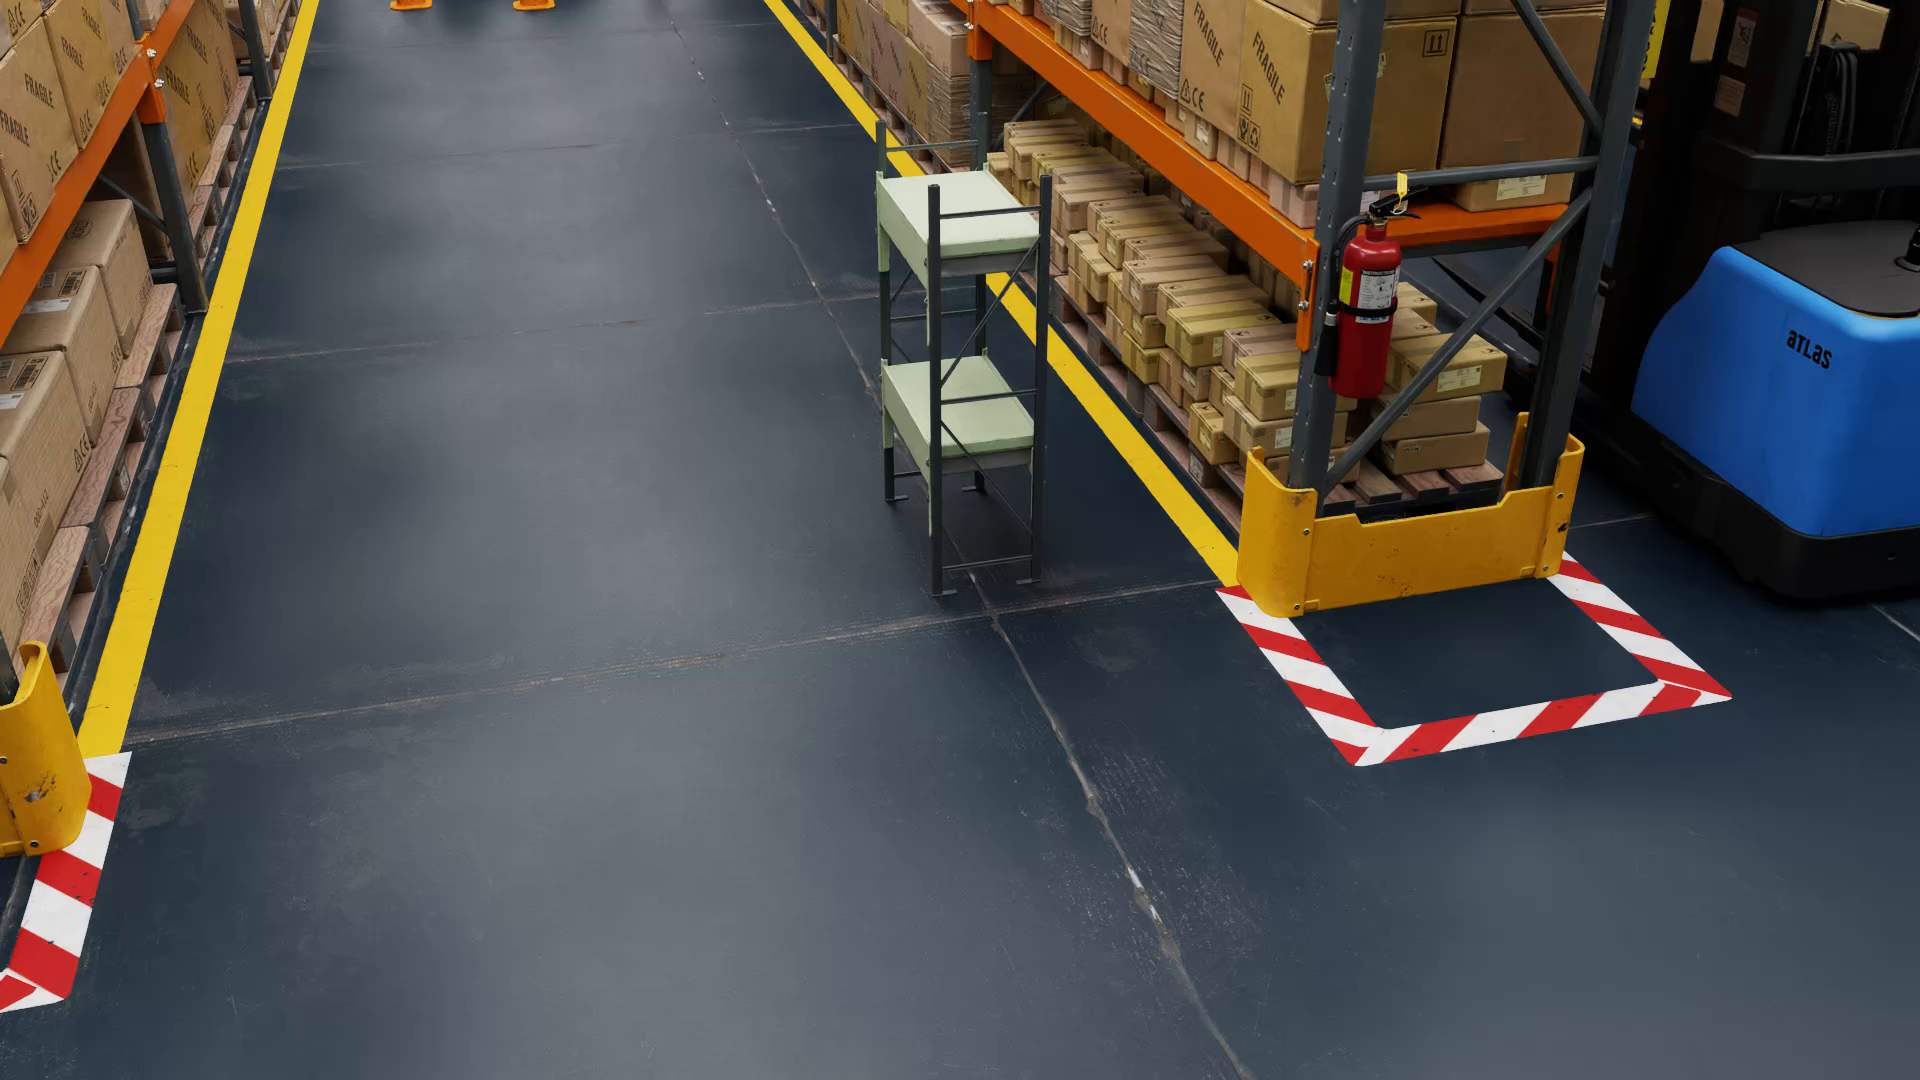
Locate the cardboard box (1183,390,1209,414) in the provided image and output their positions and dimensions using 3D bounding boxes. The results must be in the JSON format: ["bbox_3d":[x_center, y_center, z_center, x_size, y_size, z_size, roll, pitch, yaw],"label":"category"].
[{"bbox_3d":[1.119,-0.567,6.662,0.380,0.149,0.250,-8,31,-14],"label":"cardboard box"}]

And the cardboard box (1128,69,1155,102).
[{"bbox_3d":[0.911,-1.914,6.813,0.380,0.149,0.250,-7,31,-12],"label":"cardboard box"}]

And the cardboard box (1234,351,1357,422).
[{"bbox_3d":[1.228,-0.570,6.074,0.380,0.149,0.250,-7,31,-13],"label":"cardboard box"}]

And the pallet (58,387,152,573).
[{"bbox_3d":[-3.741,-0.193,6.373,1.003,0.211,1.213,-8,31,-13],"label":"pallet"}]

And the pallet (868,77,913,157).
[{"bbox_3d":[0.016,-2.834,10.936,1.003,0.211,1.213,-8,31,-13],"label":"pallet"}]

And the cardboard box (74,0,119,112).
[{"bbox_3d":[-3.683,-1.973,6.565,0.500,0.500,0.500,-9,31,-14],"label":"cardboard box"}]

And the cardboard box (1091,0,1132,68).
[{"bbox_3d":[0.847,-2.233,6.717,0.500,0.500,0.500,-6,31,-11],"label":"cardboard box"}]

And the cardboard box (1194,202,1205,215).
[{"bbox_3d":[1.314,-1.523,7.719,0.380,0.149,0.250,-9,31,-15],"label":"cardboard box"}]

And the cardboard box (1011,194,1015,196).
[{"bbox_3d":[0.338,-1.804,8.799,0.380,0.149,0.250,-9,31,-15],"label":"cardboard box"}]

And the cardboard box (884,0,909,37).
[{"bbox_3d":[-0.168,-3.329,10.334,0.500,0.250,0.500,-9,31,-15],"label":"cardboard box"}]

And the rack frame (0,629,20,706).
[{"bbox_3d":[-3.133,-0.436,4.009,1.000,3.000,0.127,-8,31,-13],"label":"rack frame"}]

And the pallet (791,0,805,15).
[{"bbox_3d":[-0.967,-4.779,14.295,1.003,0.211,1.213,-8,31,-13],"label":"pallet"}]

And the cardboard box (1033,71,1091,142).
[{"bbox_3d":[0.611,-2.567,9.766,0.500,0.500,0.500,-7,31,-11],"label":"cardboard box"}]

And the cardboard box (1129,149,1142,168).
[{"bbox_3d":[1.076,-1.905,8.380,0.380,0.149,0.250,-8,31,-14],"label":"cardboard box"}]

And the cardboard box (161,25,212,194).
[{"bbox_3d":[-4.683,-2.354,9.024,0.875,0.875,0.875,-7,31,-12],"label":"cardboard box"}]

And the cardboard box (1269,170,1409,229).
[{"bbox_3d":[1.254,-1.154,5.500,0.380,0.149,0.250,-8,31,-13],"label":"cardboard box"}]

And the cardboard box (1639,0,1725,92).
[{"bbox_3d":[5.171,-3.254,10.579,1.225,0.875,0.875,-8,31,-13],"label":"cardboard box"}]

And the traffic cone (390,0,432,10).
[{"bbox_3d":[-4.639,-4.721,13.944,0.336,0.463,0.334,-8,31,-13],"label":"traffic cone"}]

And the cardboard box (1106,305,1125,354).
[{"bbox_3d":[0.860,-0.934,7.296,0.380,0.149,0.250,-7,31,-12],"label":"cardboard box"}]

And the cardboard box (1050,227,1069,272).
[{"bbox_3d":[0.640,-1.446,8.181,0.380,0.149,0.250,-8,31,-14],"label":"cardboard box"}]

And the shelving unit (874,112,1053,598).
[{"bbox_3d":[-0.002,-0.652,5.880,0.431,1.500,0.755,-8,31,-13],"label":"shelving unit"}]

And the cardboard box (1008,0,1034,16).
[{"bbox_3d":[0.451,-2.671,8.121,0.380,0.149,0.250,-7,31,-12],"label":"cardboard box"}]

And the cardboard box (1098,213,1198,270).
[{"bbox_3d":[0.833,-1.328,7.383,0.380,0.149,0.250,-8,31,-13],"label":"cardboard box"}]

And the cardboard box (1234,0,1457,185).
[{"bbox_3d":[1.245,-1.498,5.446,0.500,0.500,0.500,-7,31,-12],"label":"cardboard box"}]

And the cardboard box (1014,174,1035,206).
[{"bbox_3d":[0.493,-1.823,8.536,0.380,0.149,0.250,-8,31,-13],"label":"cardboard box"}]

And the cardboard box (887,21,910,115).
[{"bbox_3d":[-0.156,-2.995,10.506,0.500,0.500,0.500,-9,31,-14],"label":"cardboard box"}]

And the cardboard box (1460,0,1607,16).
[{"bbox_3d":[1.750,-2.000,5.316,0.500,0.500,0.500,-8,31,-14],"label":"cardboard box"}]

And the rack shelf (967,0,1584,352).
[{"bbox_3d":[1.082,-1.797,7.079,1.077,0.370,4.000,-8,31,-13],"label":"rack shelf"}]

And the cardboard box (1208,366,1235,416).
[{"bbox_3d":[1.180,-0.570,6.370,0.380,0.149,0.250,-9,31,-14],"label":"cardboard box"}]

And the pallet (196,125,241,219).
[{"bbox_3d":[-4.799,-2.114,9.691,1.003,0.211,1.213,-8,31,-13],"label":"pallet"}]

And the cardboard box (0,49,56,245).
[{"bbox_3d":[-3.262,-1.238,5.294,0.500,0.500,0.500,-8,31,-14],"label":"cardboard box"}]

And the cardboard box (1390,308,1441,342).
[{"bbox_3d":[1.612,-0.764,6.408,0.380,0.149,0.250,-7,31,-12],"label":"cardboard box"}]

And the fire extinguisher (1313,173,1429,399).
[{"bbox_3d":[1.235,-0.765,5.027,0.296,0.674,0.183,-8,31,-13],"label":"fire extinguisher"}]

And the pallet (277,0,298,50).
[{"bbox_3d":[-5.782,-4.059,13.051,1.003,0.211,1.213,-8,31,-13],"label":"pallet"}]

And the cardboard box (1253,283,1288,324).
[{"bbox_3d":[1.427,-1.007,7.125,0.380,0.149,0.250,-9,31,-16],"label":"cardboard box"}]

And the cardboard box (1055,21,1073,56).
[{"bbox_3d":[0.643,-2.286,7.457,0.380,0.149,0.250,-7,31,-12],"label":"cardboard box"}]

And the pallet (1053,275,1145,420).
[{"bbox_3d":[1.091,-0.958,7.694,1.003,0.211,1.213,-8,31,-13],"label":"pallet"}]

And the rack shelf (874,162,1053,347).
[{"bbox_3d":[-0.002,-0.990,5.684,0.431,0.370,0.720,-8,31,-13],"label":"rack shelf"}]

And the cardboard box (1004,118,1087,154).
[{"bbox_3d":[0.443,-2.086,8.693,0.380,0.149,0.250,-7,31,-11],"label":"cardboard box"}]

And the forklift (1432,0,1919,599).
[{"bbox_3d":[3.014,-1.790,6.416,1.130,2.935,3.031,-7,31,-12],"label":"forklift"}]

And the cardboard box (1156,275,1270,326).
[{"bbox_3d":[1.018,-0.941,6.714,0.380,0.149,0.250,-9,31,-15],"label":"cardboard box"}]

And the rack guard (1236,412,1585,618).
[{"bbox_3d":[1.593,-0.098,5.920,1.175,0.500,0.348,-8,31,-13],"label":"rack guard"}]

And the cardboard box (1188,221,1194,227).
[{"bbox_3d":[1.223,-1.399,7.802,0.380,0.149,0.250,-9,31,-16],"label":"cardboard box"}]

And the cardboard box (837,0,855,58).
[{"bbox_3d":[-0.569,-3.731,11.778,0.500,0.500,0.500,-9,31,-15],"label":"cardboard box"}]

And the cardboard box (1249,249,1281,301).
[{"bbox_3d":[1.459,-1.146,7.069,0.380,0.149,0.250,-7,31,-11],"label":"cardboard box"}]

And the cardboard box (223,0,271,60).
[{"bbox_3d":[-5.397,-3.618,11.711,0.950,0.372,0.625,-10,32,-17],"label":"cardboard box"}]

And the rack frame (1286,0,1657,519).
[{"bbox_3d":[1.613,-1.143,5.230,1.000,3.000,0.127,-8,31,-13],"label":"rack frame"}]

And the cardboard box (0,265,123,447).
[{"bbox_3d":[-3.893,-0.691,6.588,0.875,0.438,0.875,-9,31,-15],"label":"cardboard box"}]

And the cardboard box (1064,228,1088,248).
[{"bbox_3d":[0.711,-1.444,7.880,0.380,0.149,0.250,-6,31,-11],"label":"cardboard box"}]

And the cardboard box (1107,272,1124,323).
[{"bbox_3d":[0.858,-1.062,7.220,0.380,0.149,0.250,-6,31,-11],"label":"cardboard box"}]

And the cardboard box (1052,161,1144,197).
[{"bbox_3d":[0.665,-1.707,8.037,0.380,0.149,0.250,-9,31,-15],"label":"cardboard box"}]

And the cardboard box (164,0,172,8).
[{"bbox_3d":[-4.196,-2.800,8.243,0.500,0.250,0.500,-9,31,-14],"label":"cardboard box"}]

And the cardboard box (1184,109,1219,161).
[{"bbox_3d":[1.053,-1.518,6.130,0.380,0.149,0.250,-7,31,-12],"label":"cardboard box"}]

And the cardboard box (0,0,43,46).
[{"bbox_3d":[-3.407,-1.919,5.472,0.500,0.500,0.500,-8,31,-13],"label":"cardboard box"}]

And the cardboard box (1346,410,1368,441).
[{"bbox_3d":[1.634,-0.502,6.549,0.380,0.149,0.250,-8,31,-13],"label":"cardboard box"}]
